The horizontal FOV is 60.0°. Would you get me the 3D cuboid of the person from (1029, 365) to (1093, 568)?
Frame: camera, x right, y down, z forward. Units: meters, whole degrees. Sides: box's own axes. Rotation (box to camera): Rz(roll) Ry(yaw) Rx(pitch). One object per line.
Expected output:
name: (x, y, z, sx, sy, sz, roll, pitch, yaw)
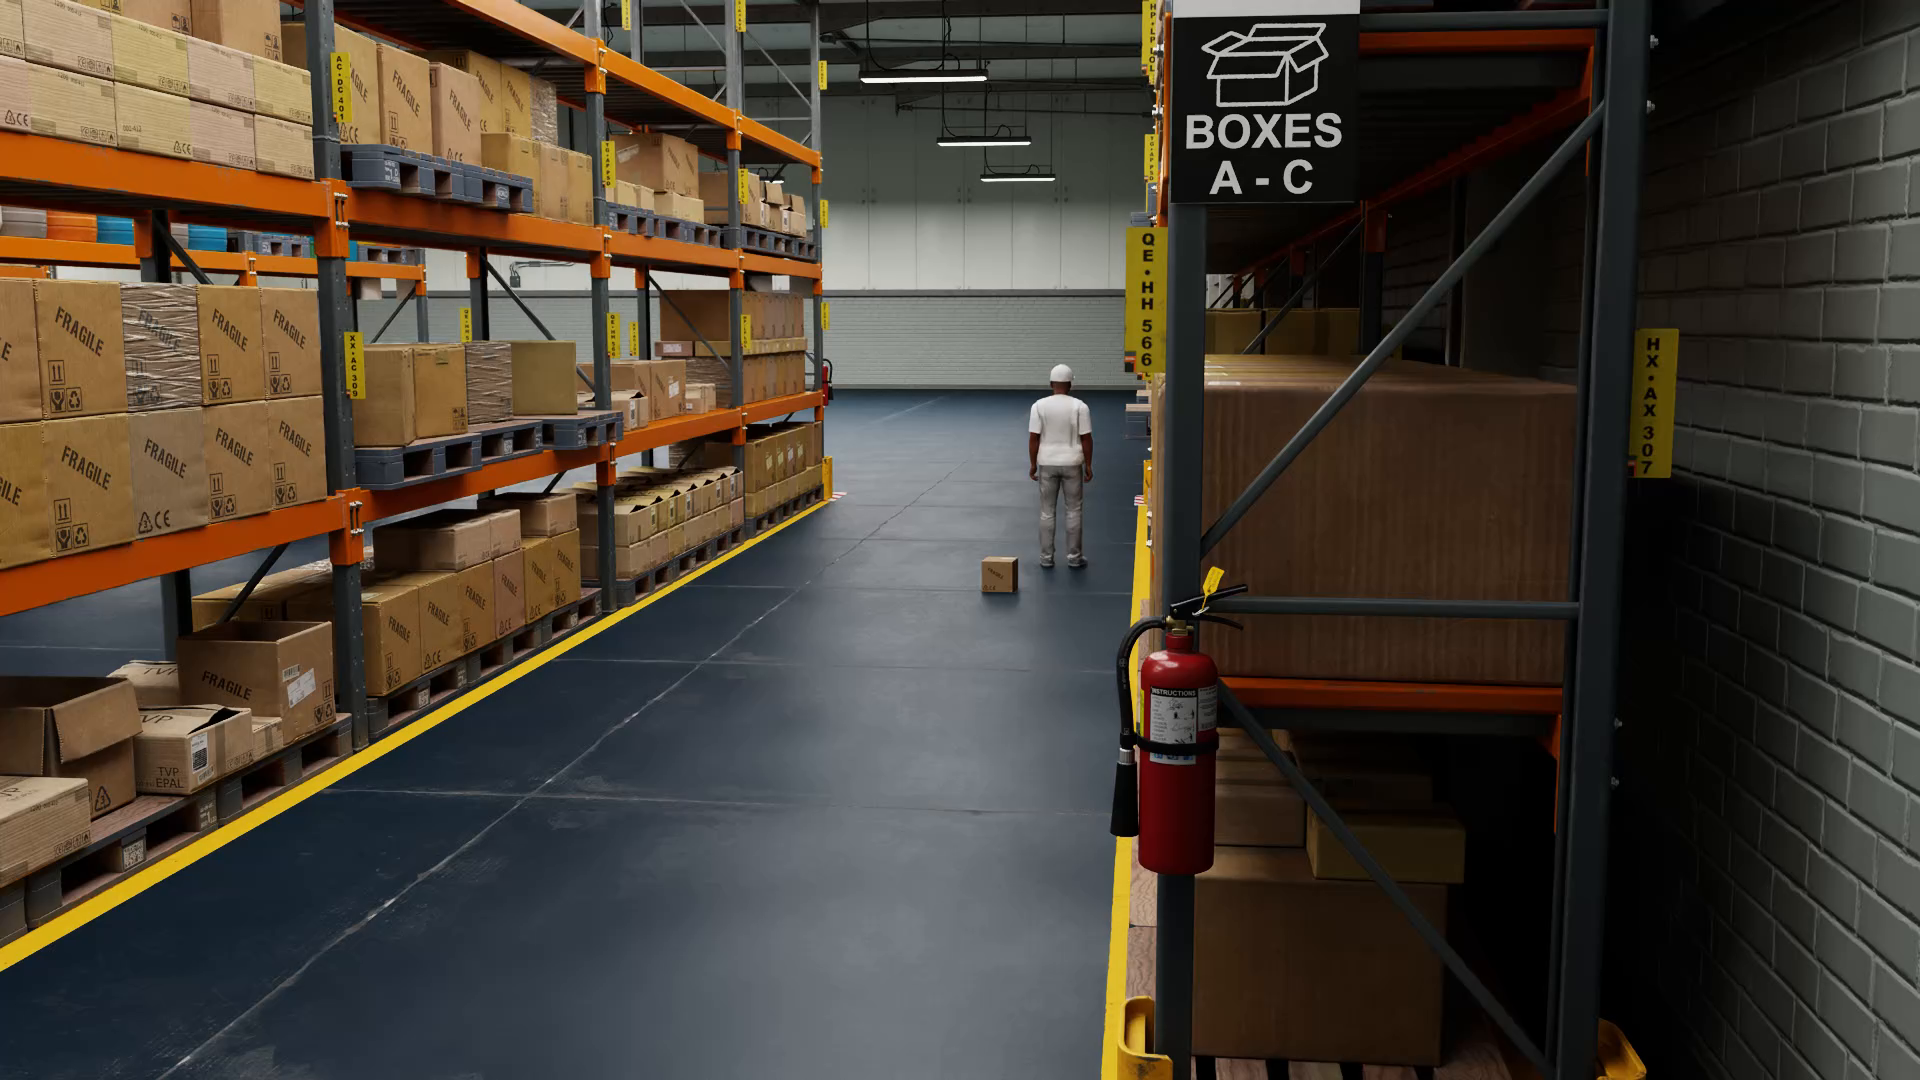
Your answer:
person: (0.888, -0.650, 14.591, 0.564, 1.772, 0.370, 1, 8, 10)
